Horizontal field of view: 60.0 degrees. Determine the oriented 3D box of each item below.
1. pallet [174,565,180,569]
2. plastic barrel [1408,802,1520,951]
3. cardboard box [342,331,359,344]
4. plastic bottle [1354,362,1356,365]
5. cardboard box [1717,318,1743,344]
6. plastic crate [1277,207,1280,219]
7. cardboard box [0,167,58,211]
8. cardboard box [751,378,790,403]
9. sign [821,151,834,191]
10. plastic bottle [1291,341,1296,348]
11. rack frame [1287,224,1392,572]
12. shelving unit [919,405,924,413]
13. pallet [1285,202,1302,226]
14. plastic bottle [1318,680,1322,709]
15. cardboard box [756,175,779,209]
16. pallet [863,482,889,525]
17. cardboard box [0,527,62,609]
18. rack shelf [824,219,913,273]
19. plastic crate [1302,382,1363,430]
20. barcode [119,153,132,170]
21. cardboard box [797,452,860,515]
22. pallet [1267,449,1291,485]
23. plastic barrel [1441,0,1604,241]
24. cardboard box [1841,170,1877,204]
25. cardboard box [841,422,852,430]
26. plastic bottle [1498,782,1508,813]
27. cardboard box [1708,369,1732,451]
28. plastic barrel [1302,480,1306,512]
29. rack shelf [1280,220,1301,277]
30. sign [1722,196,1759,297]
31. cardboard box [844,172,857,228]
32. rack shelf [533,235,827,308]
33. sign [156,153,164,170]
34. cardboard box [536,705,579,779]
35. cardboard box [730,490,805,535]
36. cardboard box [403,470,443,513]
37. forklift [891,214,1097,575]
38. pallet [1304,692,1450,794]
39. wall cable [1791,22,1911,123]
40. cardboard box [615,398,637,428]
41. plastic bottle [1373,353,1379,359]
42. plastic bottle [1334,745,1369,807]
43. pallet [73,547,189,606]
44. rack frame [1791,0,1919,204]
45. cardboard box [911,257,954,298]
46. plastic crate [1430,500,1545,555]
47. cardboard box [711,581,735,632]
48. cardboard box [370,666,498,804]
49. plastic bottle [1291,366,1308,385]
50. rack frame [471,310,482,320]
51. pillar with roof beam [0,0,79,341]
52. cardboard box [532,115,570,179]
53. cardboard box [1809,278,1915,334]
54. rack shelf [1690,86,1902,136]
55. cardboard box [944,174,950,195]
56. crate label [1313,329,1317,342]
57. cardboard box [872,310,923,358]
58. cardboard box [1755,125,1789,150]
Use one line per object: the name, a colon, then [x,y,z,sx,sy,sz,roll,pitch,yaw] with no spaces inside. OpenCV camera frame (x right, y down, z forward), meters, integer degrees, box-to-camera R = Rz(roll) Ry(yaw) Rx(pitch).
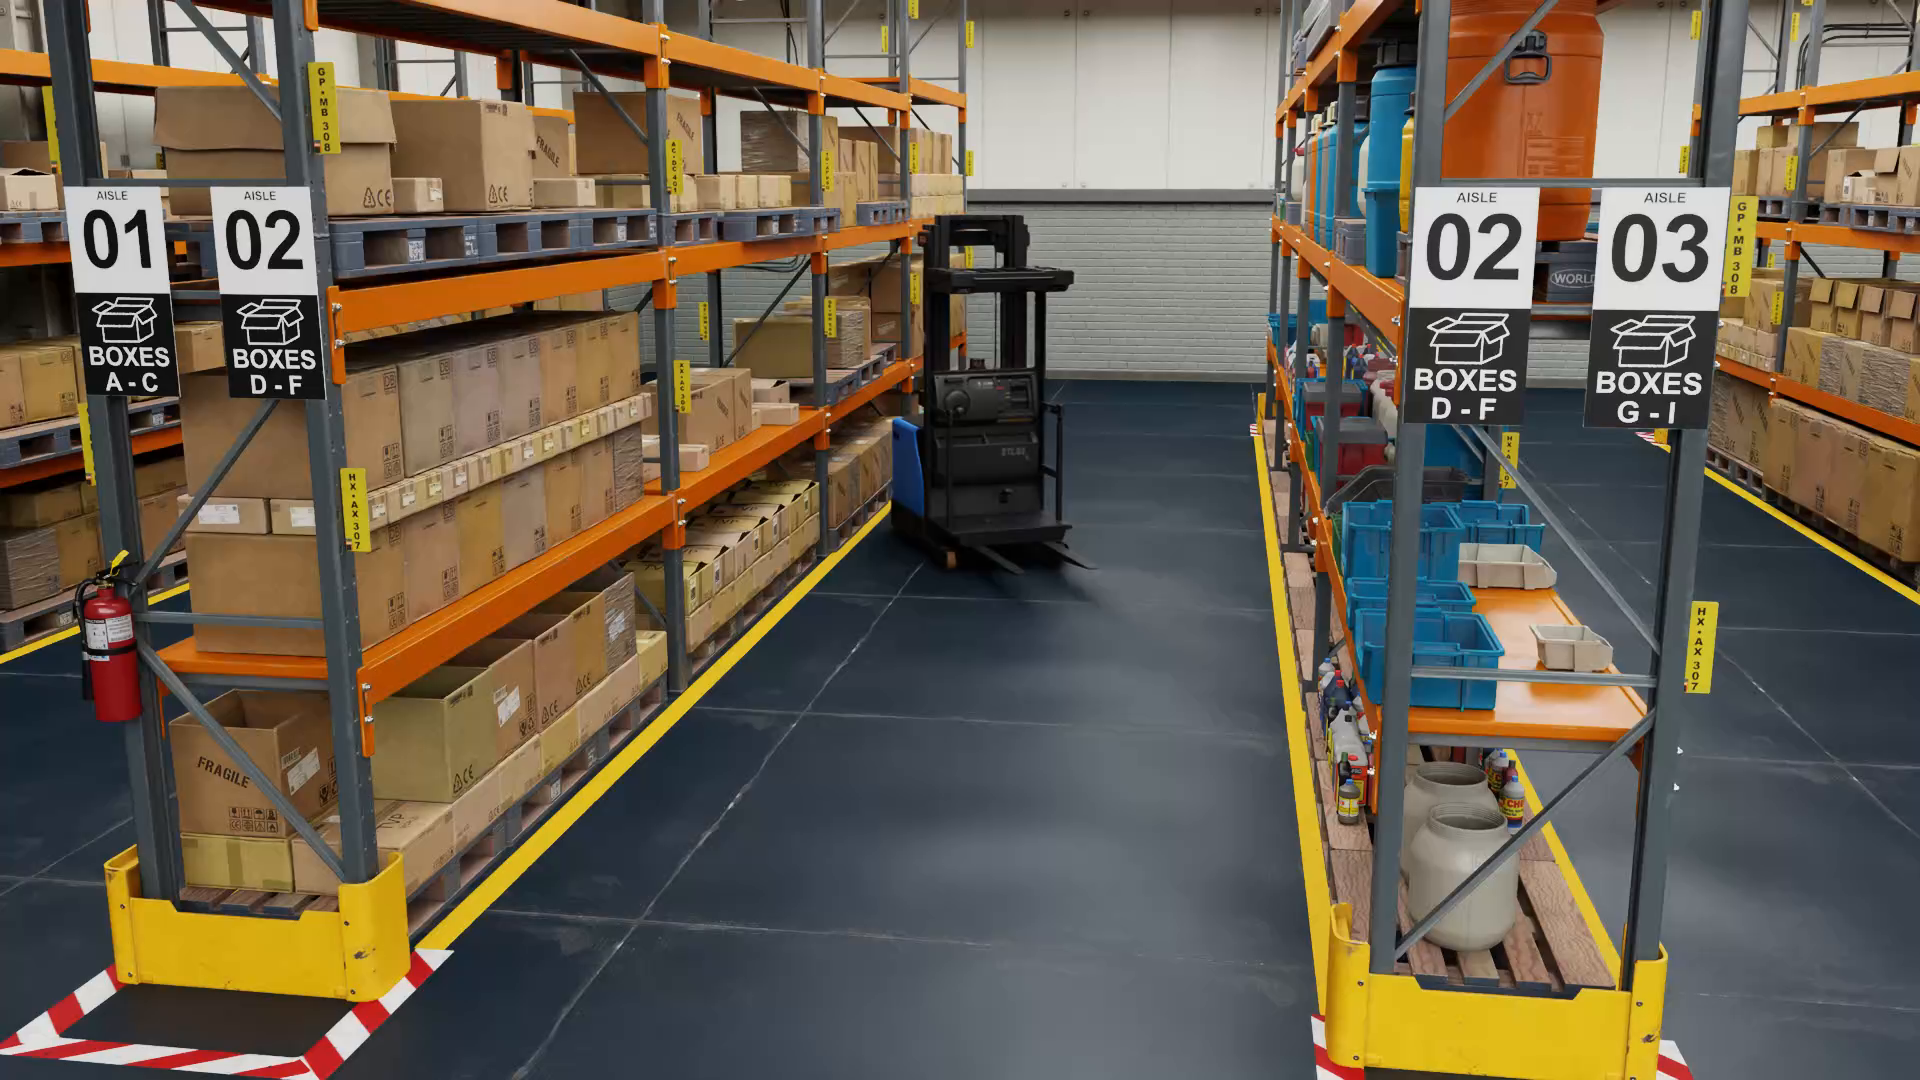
pallet: [-6.669,0.028,14.621,1.003,0.211,1.213,2,12,9]
plastic barrel: [2.037,1.359,6.730,0.421,0.512,0.421,0,12,0]
cardboard box: [-6.130,-1.904,15.973,0.500,0.500,0.500,2,12,11]
plastic bottle: [3.799,-1.597,15.847,0.097,0.271,0.097,0,12,0]
cardboard box: [8.796,-2.341,18.644,0.500,0.250,0.500,2,12,8]
plastic crate: [3.676,-3.624,18.454,0.293,0.136,0.466,2,12,9]
cardboard box: [-6.905,-2.533,11.978,0.500,0.311,0.500,2,12,10]
cardboard box: [-1.751,-1.221,14.006,0.500,0.311,0.500,3,12,12]
sign: [-1.105,-3.077,13.871,0.100,0.325,0.005,2,12,9]
plastic bottle: [3.476,-1.915,17.131,0.144,0.351,0.185,2,12,9]
rack frame: [3.242,-1.177,13.593,1.000,3.000,0.127,2,12,9]
shelving unit: [-0.199,-0.792,16.075,0.258,1.200,0.503,4,13,17]
pallet: [3.833,-3.218,16.388,1.213,0.211,1.003,2,12,9]
plastic bottle: [2.129,0.882,9.637,0.097,0.201,0.097,0,12,0]
cardboard box: [-1.729,-2.731,13.041,0.500,0.250,0.500,2,12,10]
pallet: [-1.310,-0.383,16.525,1.003,0.211,1.213,2,12,9]
cardboard box: [-7.066,0.188,12.149,0.700,0.500,0.500,2,12,11]
rack shelf: [-1.345,-2.870,16.033,1.077,0.370,4.000,2,12,9]
plastic crate: [2.691,-0.882,12.071,0.402,0.464,0.583,2,12,9]
barcode: [-3.313,-1.502,6.600,0.001,0.075,0.075,2,12,9]
cardboard box: [-1.225,-0.526,15.461,0.500,0.500,0.500,1,12,7]
pallet: [3.932,-0.801,18.466,1.003,0.211,1.213,2,12,9]
plastic barrel: [1.960,-1.499,5.948,0.600,0.830,0.708,2,12,9]
cardboard box: [8.493,-3.252,15.315,0.500,0.311,0.500,1,12,7]
cardboard box: [-1.423,-0.960,17.474,0.500,0.500,0.500,2,12,9]
plastic bottle: [2.614,1.252,7.918,0.097,0.201,0.097,0,12,0]
cardboard box: [9.207,-1.524,19.246,0.875,0.875,0.875,2,12,9]
plastic barrel: [3.474,-0.541,15.368,0.600,0.588,0.708,2,12,9]
rack shelf: [3.549,-2.708,15.284,1.077,0.370,4.000,2,12,9]
sign: [2.554,-0.964,5.461,0.100,0.325,0.005,2,12,9]
cardboard box: [-1.460,-3.160,15.436,0.910,0.500,0.500,2,12,9]
rack shelf: [-1.960,-2.037,12.169,1.077,0.370,4.000,2,12,9]
sign: [-7.095,-3.276,14.795,0.100,0.325,0.005,2,12,9]
cardboard box: [-2.348,1.049,8.792,0.500,0.250,0.500,2,12,9]
cardboard box: [-1.563,-0.248,13.481,0.500,0.311,0.500,2,12,8]
cardboard box: [-2.532,-0.221,7.378,0.380,0.149,0.250,2,12,9]
forklift: [0.296,-1.272,14.197,1.130,2.935,3.031,-4,13,-18]
pallet: [2.482,1.157,9.380,1.003,0.211,1.213,2,12,9]
wall cable: [13.641,-8.253,24.548,2.277,5.999,0.120,2,12,9]
cardboard box: [-2.138,-0.757,9.865,0.380,0.149,0.250,2,12,7]
plastic bottle: [3.869,-1.555,15.460,0.144,0.351,0.185,2,12,9]
plastic bottle: [1.926,1.156,8.185,0.152,0.276,0.135,2,12,9]
pallet: [-6.859,0.281,13.446,1.003,0.211,1.213,2,12,9]
rack frame: [8.751,-4.782,16.080,1.000,3.000,0.127,2,12,9]
cardboard box: [-0.371,-3.227,20.492,0.500,0.500,0.500,2,12,10]
plastic crate: [2.725,-0.033,8.635,0.499,0.251,0.616,2,12,9]
cardboard box: [-1.881,0.451,11.569,0.500,0.250,0.500,2,12,10]
cardboard box: [-2.505,0.890,7.748,0.500,0.500,0.500,2,12,9]
plastic bottle: [3.124,-1.521,15.304,0.144,0.351,0.185,2,12,9]
rack frame: [-5.932,-2.331,18.946,1.000,3.000,0.127,2,12,9]
pillar with roof beam: [-3.348,-4.049,12.677,9.100,9.000,0.400,2,12,9]
cardboard box: [-2.605,-2.198,9.645,0.500,0.500,0.500,3,13,13]
cardboard box: [8.661,-2.255,15.977,0.797,0.503,0.637,2,12,7]
rack shelf: [9.058,-4.651,18.129,1.077,0.370,4.000,2,12,9]
cardboard box: [-0.406,-4.318,20.216,0.500,0.250,0.500,2,12,9]
crate label: [4.448,-2.449,19.976,0.396,0.136,0.243,2,12,9]
cardboard box: [-0.689,-2.317,18.646,0.500,0.500,0.500,2,12,10]
cardboard box: [9.045,-4.398,18.165,0.500,0.250,0.500,1,12,7]
